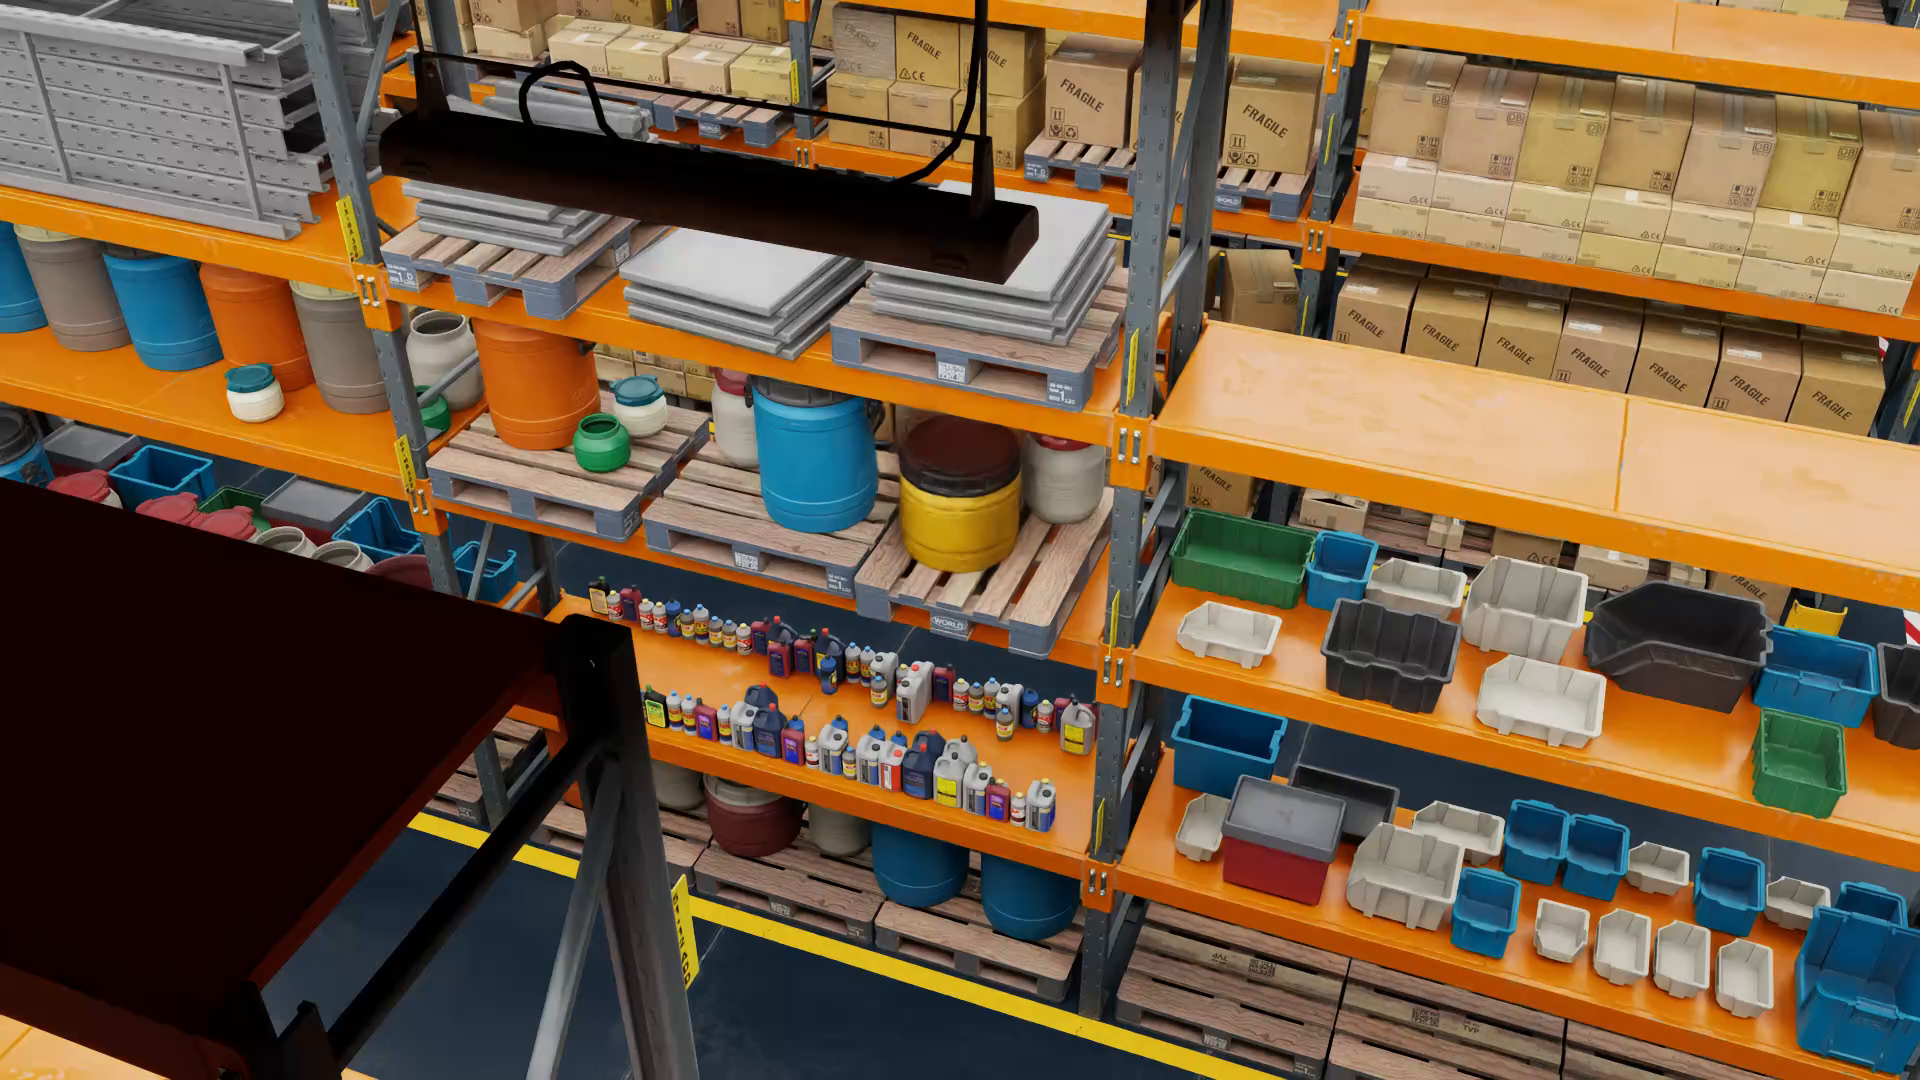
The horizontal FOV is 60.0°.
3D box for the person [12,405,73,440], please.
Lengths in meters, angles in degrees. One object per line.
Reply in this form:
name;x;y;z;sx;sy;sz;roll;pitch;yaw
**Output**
person;-7.658;-1.278;13.667;0.833;1.750;0.619;-2;37;-3
